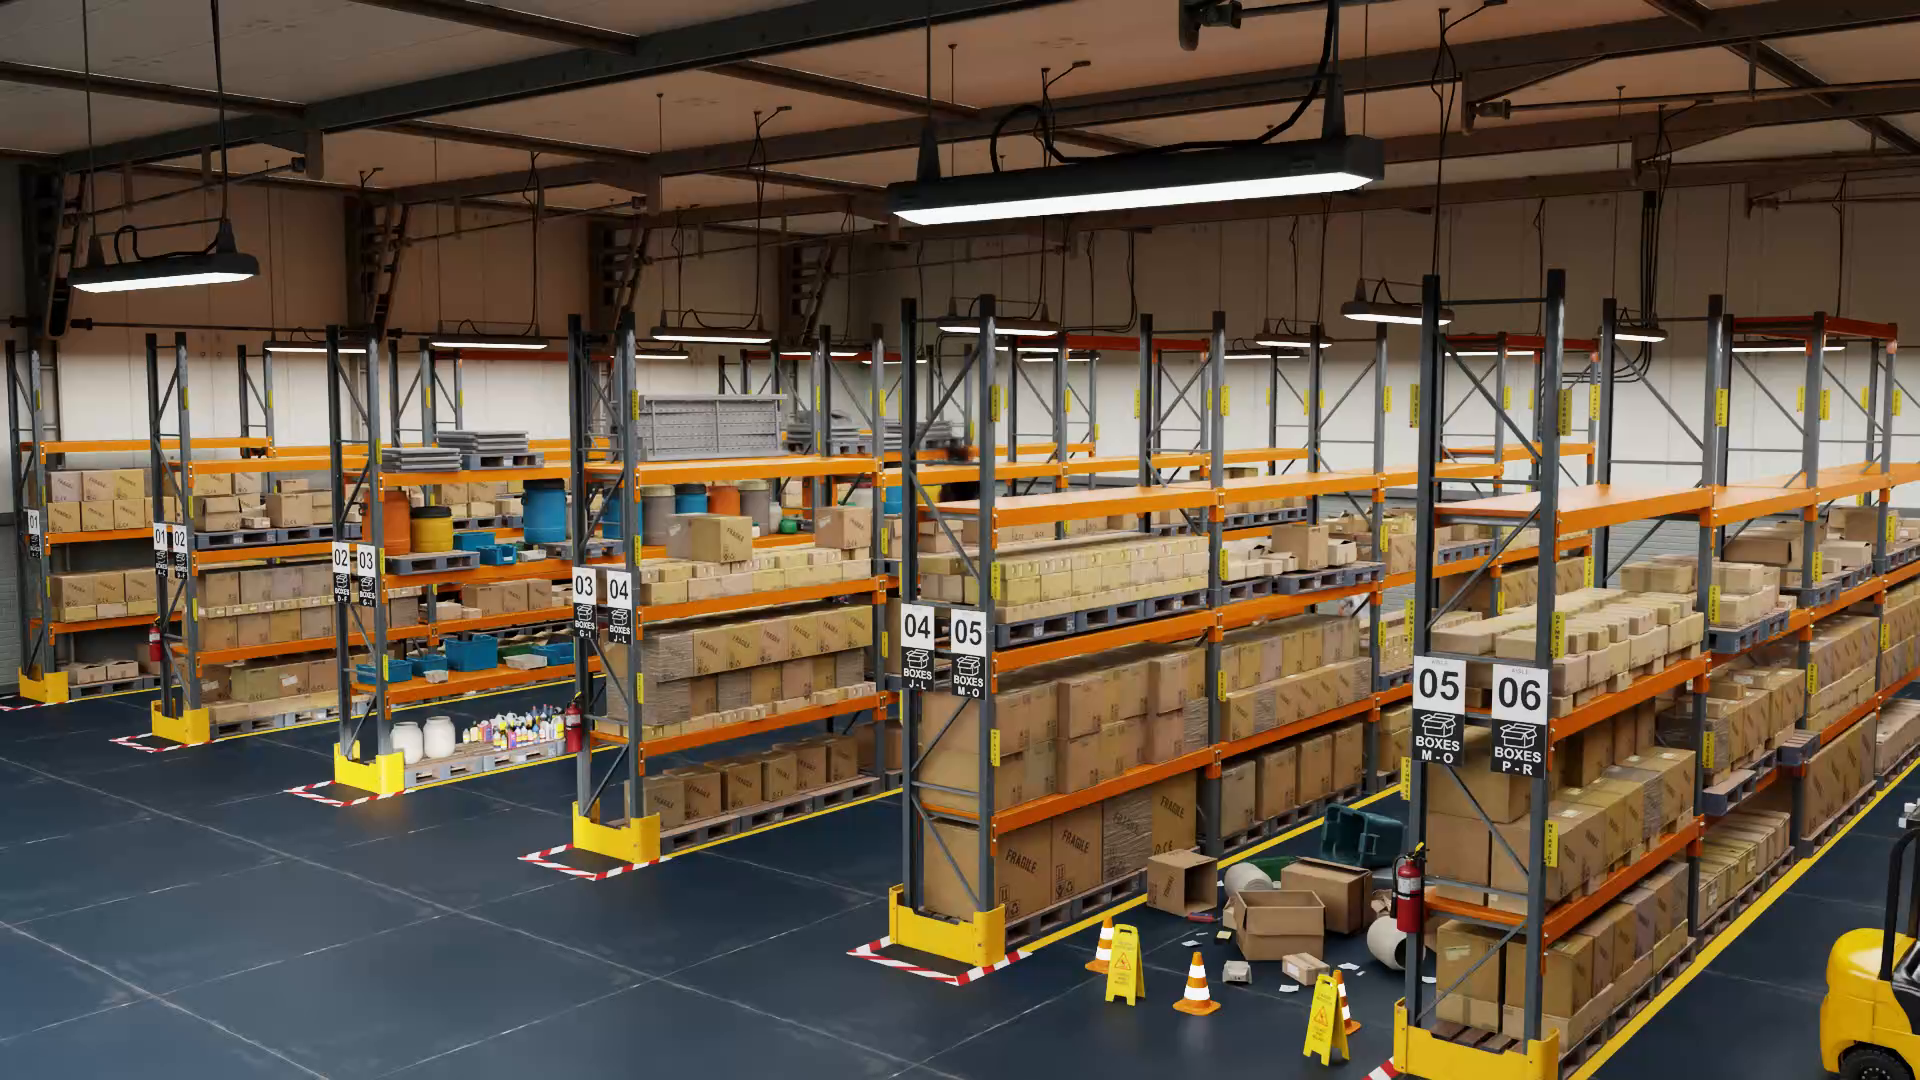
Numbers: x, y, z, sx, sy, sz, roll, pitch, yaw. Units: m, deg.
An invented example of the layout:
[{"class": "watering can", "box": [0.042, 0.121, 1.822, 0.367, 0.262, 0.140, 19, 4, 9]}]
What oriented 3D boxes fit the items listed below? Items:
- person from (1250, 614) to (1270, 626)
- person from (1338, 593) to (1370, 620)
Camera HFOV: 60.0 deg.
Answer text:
[{"class": "person", "box": [4.768, 1.917, 26.401, 0.636, 1.801, 0.713, 3, 6, 31]}, {"class": "person", "box": [7.444, 1.549, 30.646, 0.731, 1.717, 0.847, -3, 6, -29]}]
